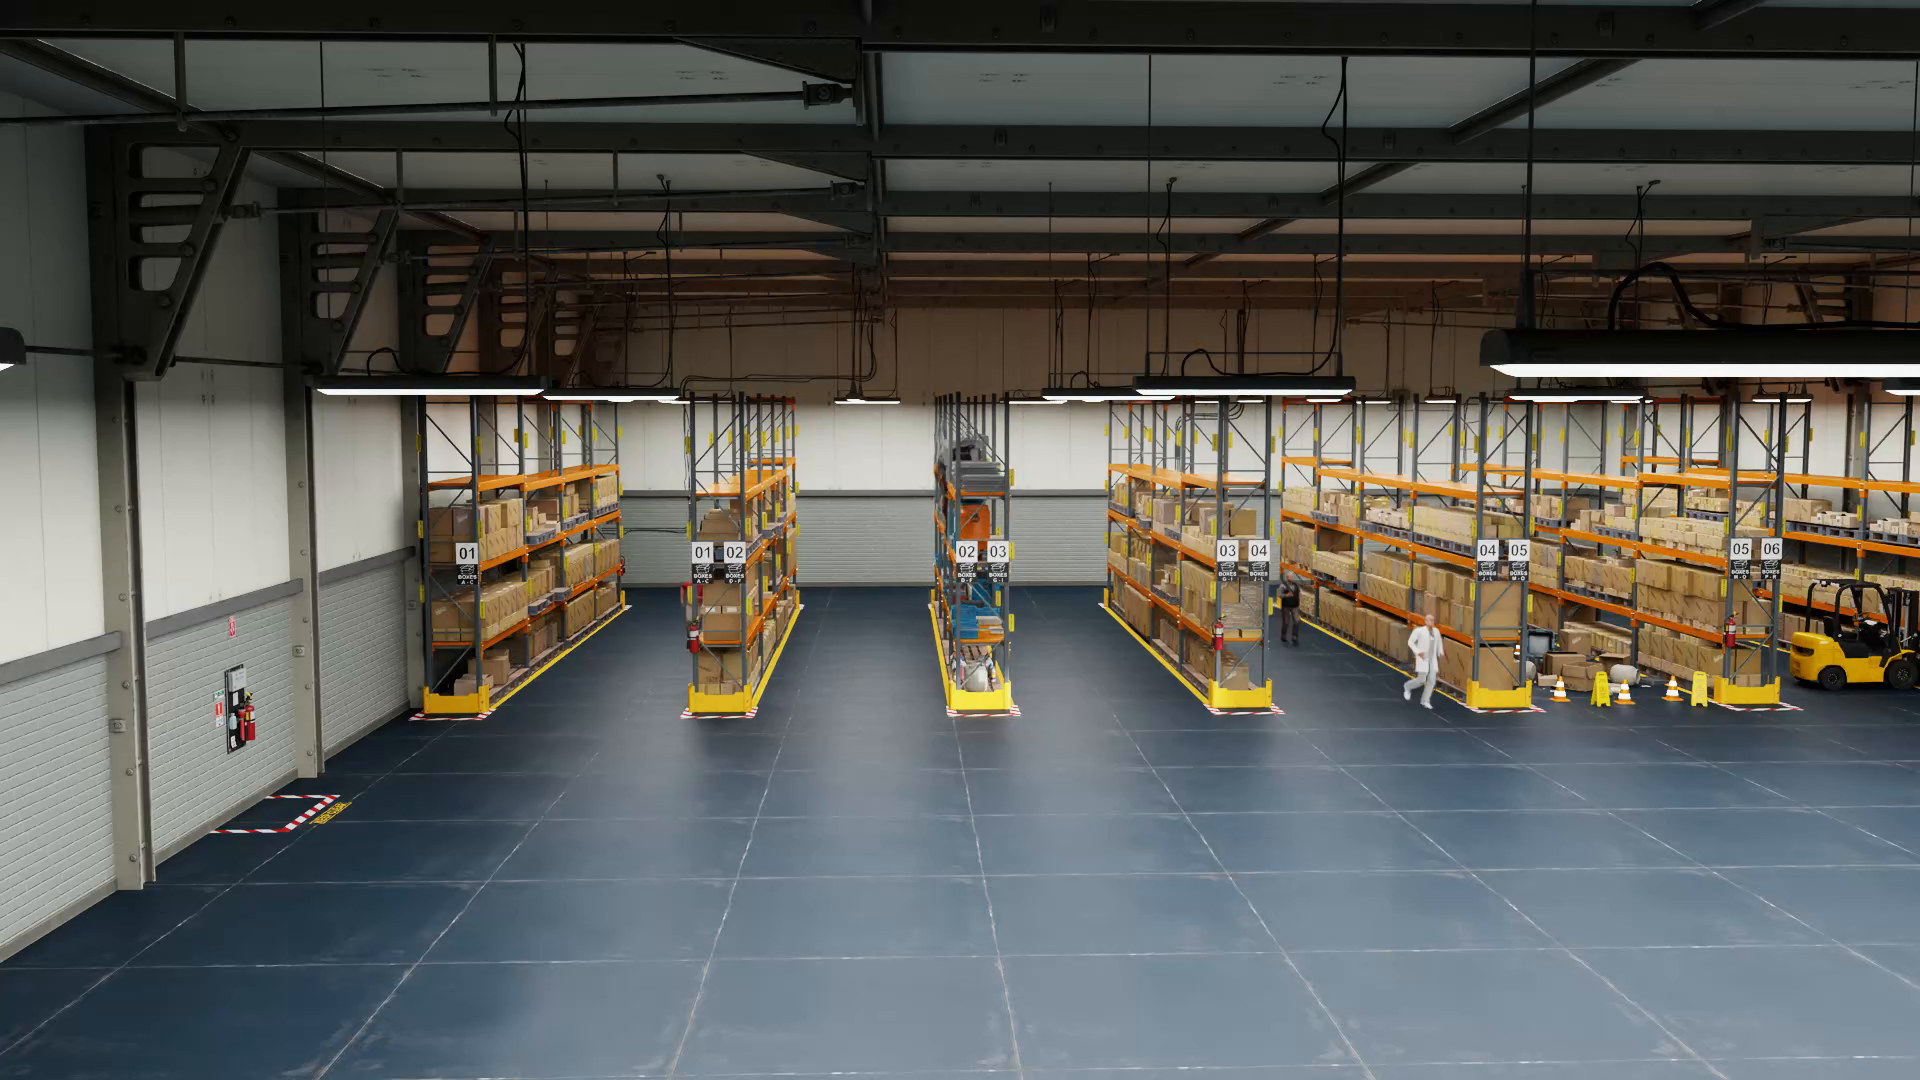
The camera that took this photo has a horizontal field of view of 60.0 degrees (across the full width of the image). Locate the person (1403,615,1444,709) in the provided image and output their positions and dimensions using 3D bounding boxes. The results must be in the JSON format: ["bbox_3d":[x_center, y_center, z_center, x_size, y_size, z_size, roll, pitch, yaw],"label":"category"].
[{"bbox_3d":[8.945,2.314,31.931,0.758,1.774,0.780,-2,5,-19],"label":"person"}]

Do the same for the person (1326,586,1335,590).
[{"bbox_3d":[10.919,1.023,48.685,0.582,1.623,0.527,-2,5,-22],"label":"person"}]

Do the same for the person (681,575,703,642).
[{"bbox_3d":[-6.415,1.667,40.159,0.686,1.776,0.876,0,5,0],"label":"person"}]

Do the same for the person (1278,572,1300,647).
[{"bbox_3d":[7.920,1.659,39.920,0.641,1.770,0.740,-1,5,-8],"label":"person"}]

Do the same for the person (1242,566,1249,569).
[{"bbox_3d":[7.967,1.070,47.075,0.682,1.784,0.883,-1,5,-7],"label":"person"}]
